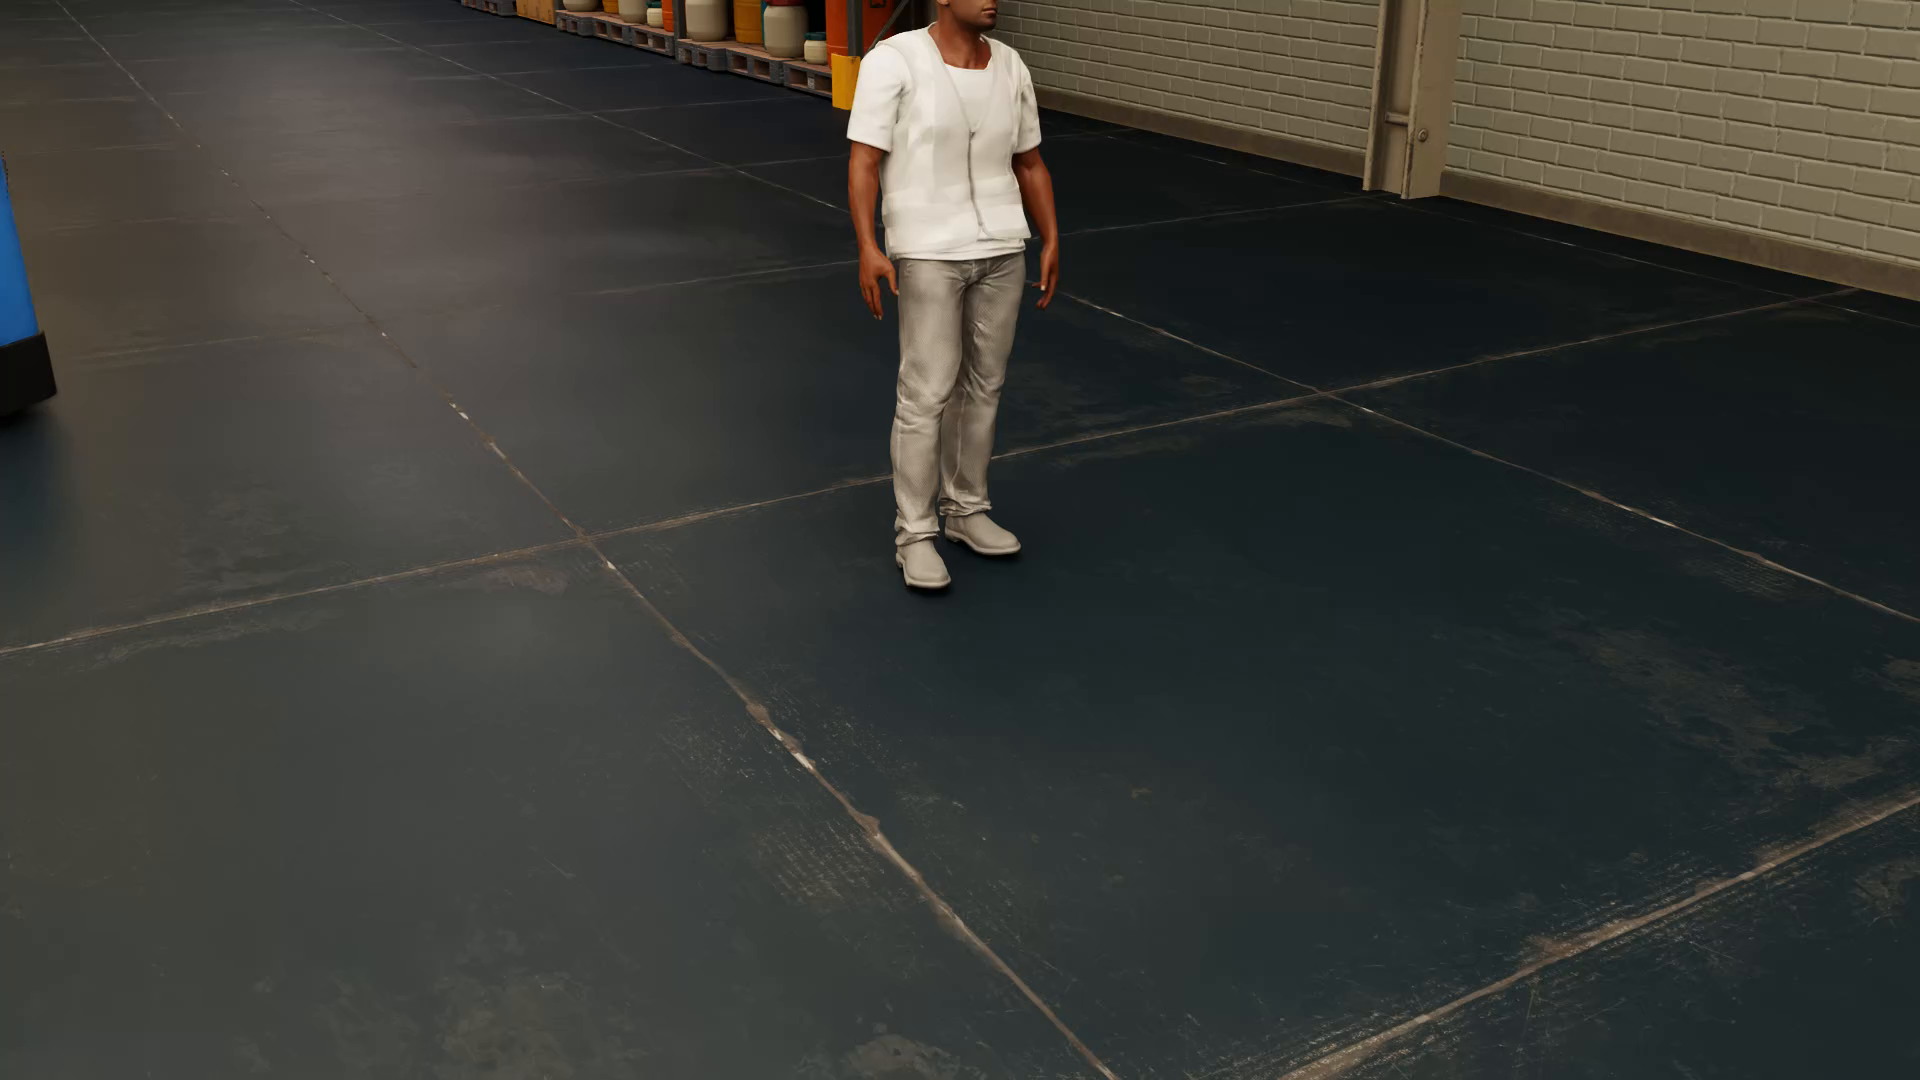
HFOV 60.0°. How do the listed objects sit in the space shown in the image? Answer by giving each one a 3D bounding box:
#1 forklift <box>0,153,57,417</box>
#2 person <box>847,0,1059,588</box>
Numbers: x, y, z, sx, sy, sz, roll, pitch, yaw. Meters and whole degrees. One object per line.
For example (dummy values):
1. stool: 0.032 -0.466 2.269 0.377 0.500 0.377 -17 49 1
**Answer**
1. forklift: -4.990 -1.807 5.677 3.031 2.935 1.130 5 23 13
2. person: 0.030 -0.800 4.738 0.665 1.768 0.575 -12 25 -28
